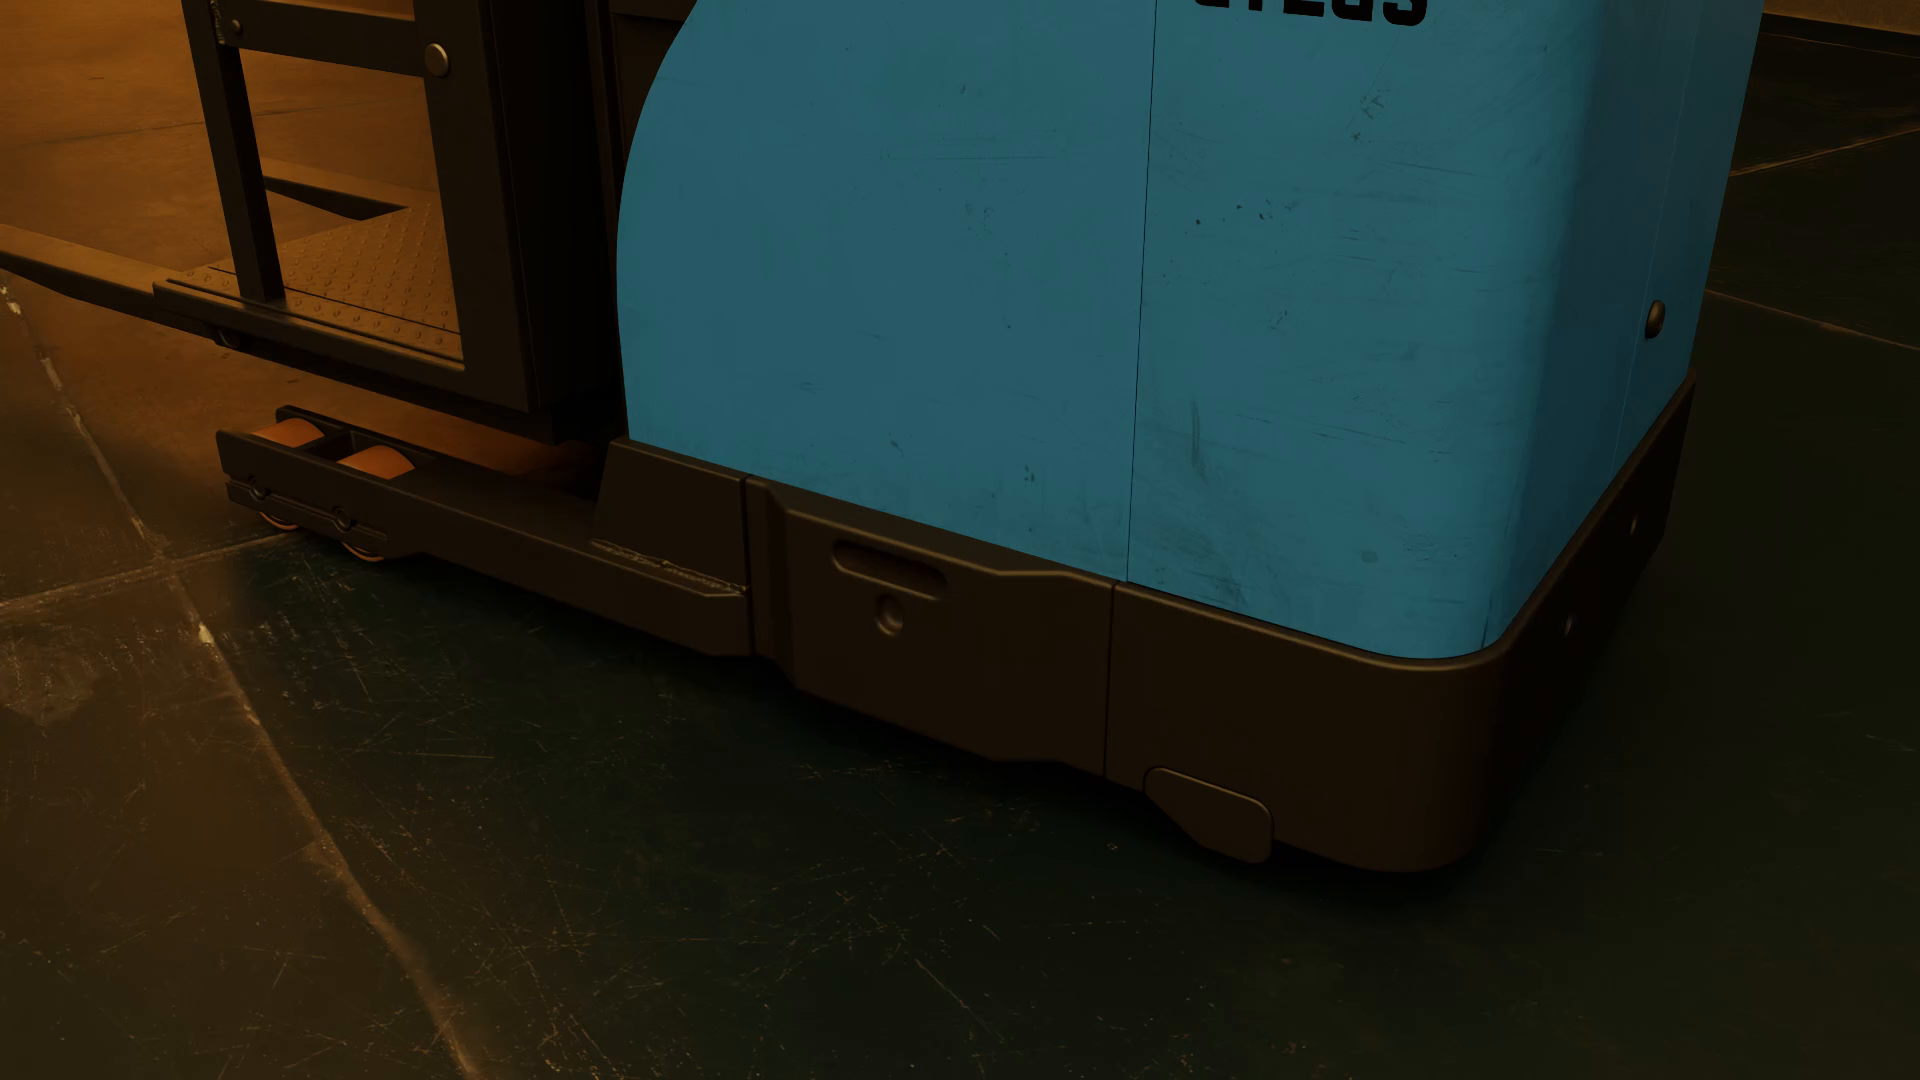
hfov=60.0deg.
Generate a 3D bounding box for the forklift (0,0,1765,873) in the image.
[{"bbox_3d":[-0.511,-1.459,2.139,3.031,2.935,1.130,16,31,29],"label":"forklift"}]
